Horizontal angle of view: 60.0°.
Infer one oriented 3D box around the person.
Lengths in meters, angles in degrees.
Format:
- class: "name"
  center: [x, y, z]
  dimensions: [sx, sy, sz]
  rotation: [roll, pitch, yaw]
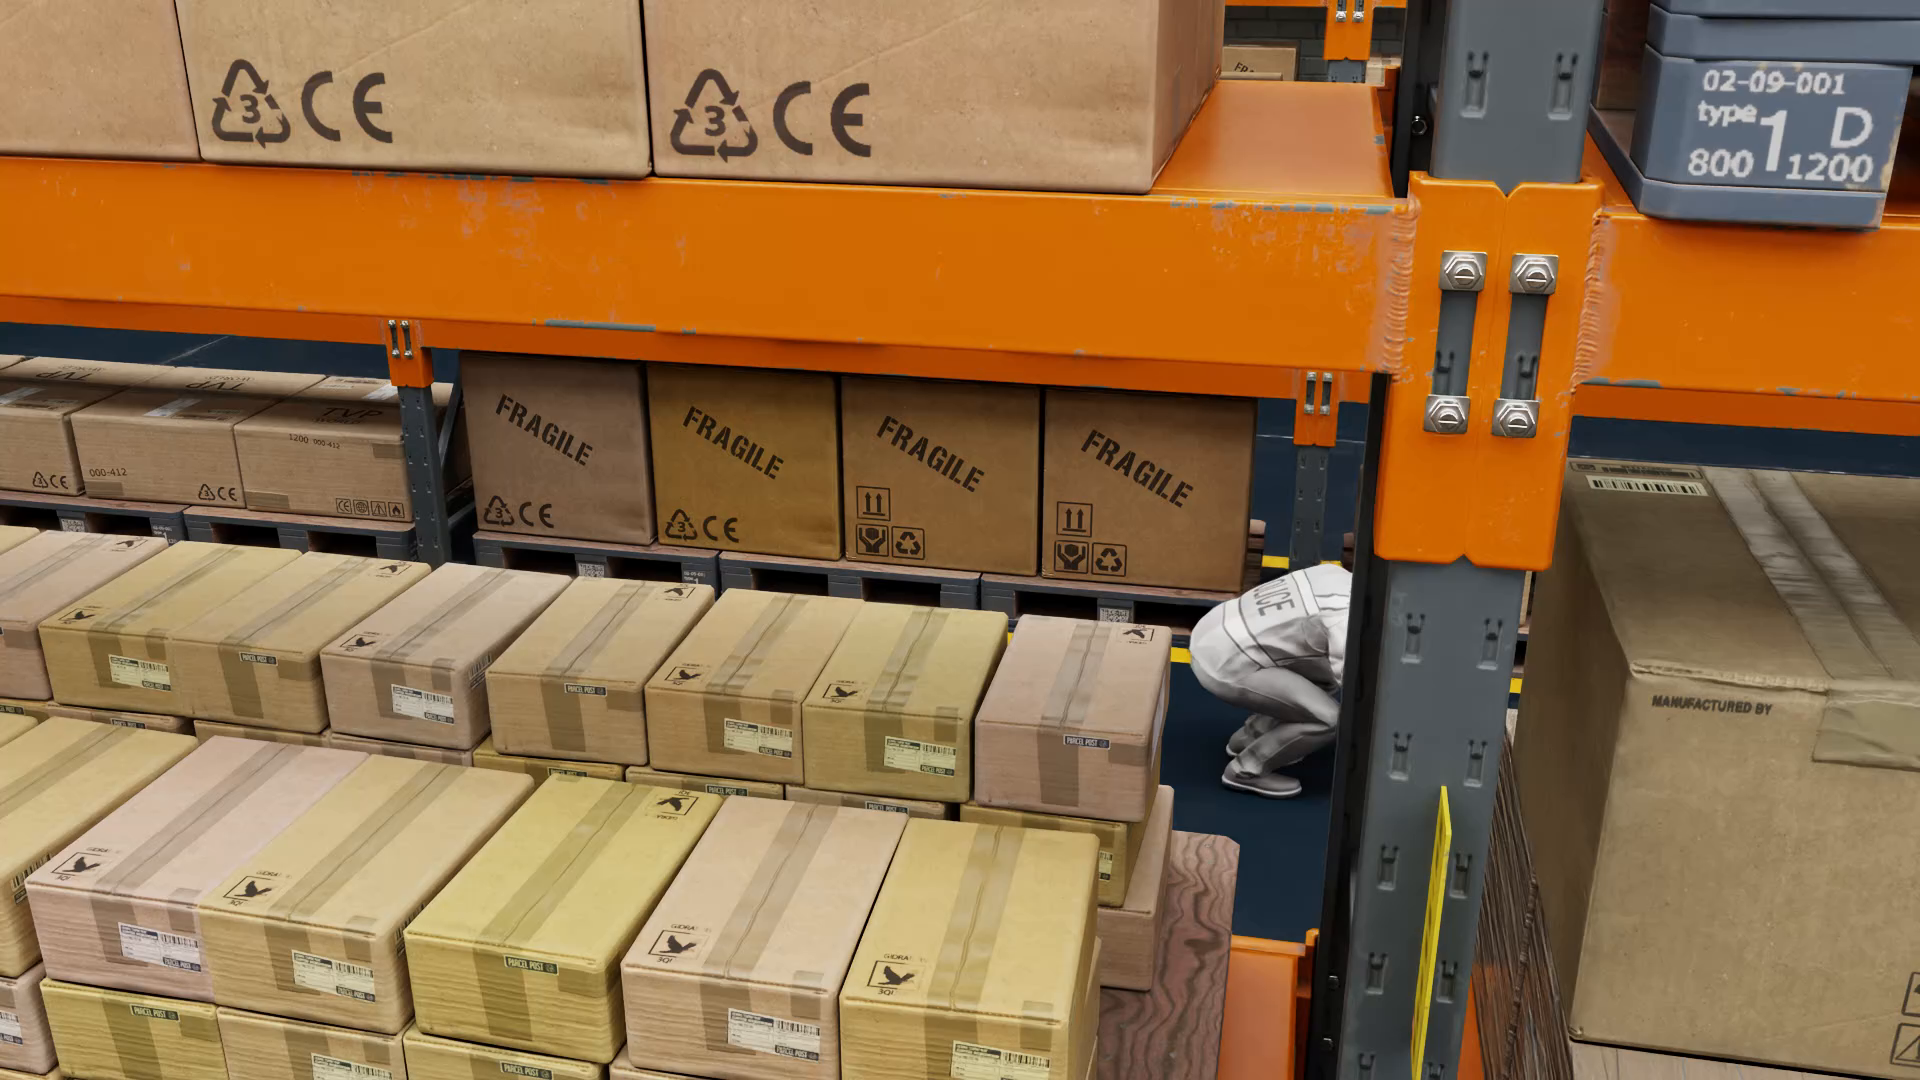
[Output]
- class: "person"
  center: [1.257, 0.439, 5.988]
  dimensions: [0.853, 0.928, 0.491]
  rotation: [4, 22, 11]
